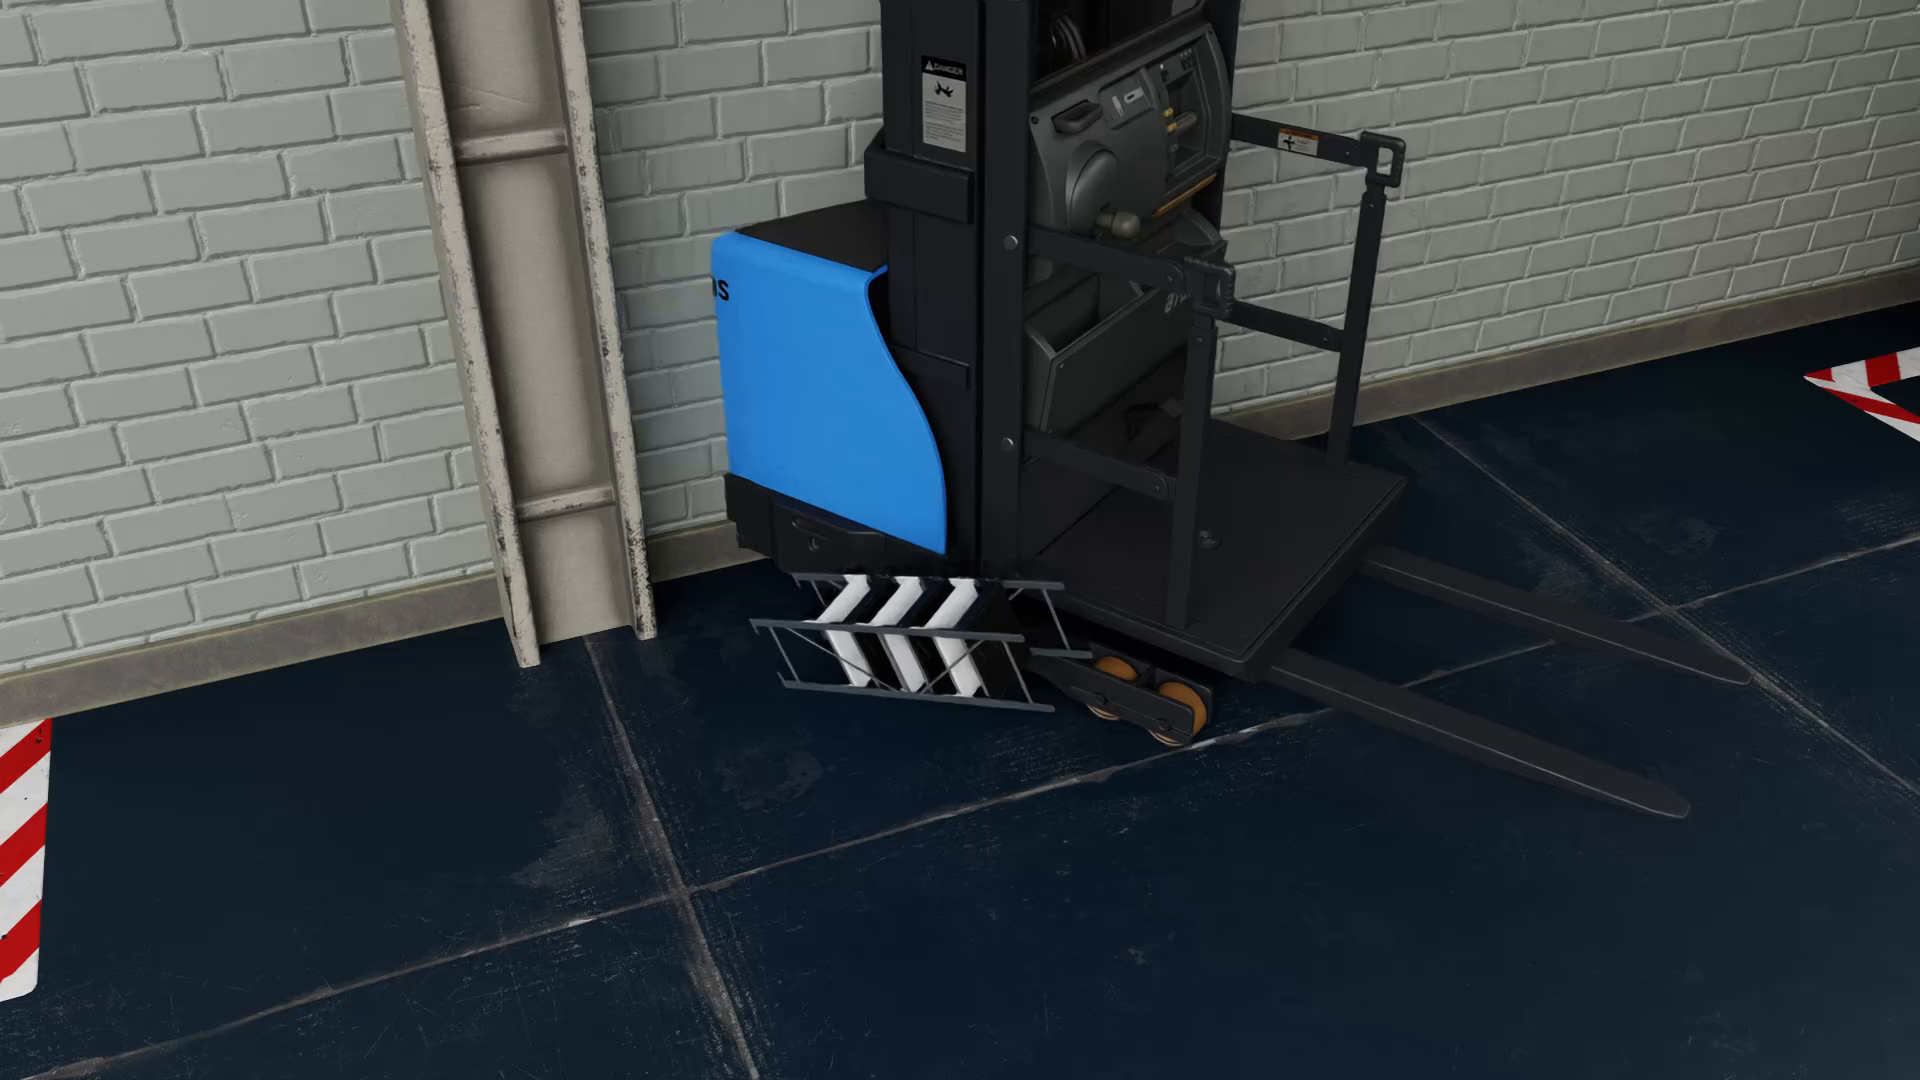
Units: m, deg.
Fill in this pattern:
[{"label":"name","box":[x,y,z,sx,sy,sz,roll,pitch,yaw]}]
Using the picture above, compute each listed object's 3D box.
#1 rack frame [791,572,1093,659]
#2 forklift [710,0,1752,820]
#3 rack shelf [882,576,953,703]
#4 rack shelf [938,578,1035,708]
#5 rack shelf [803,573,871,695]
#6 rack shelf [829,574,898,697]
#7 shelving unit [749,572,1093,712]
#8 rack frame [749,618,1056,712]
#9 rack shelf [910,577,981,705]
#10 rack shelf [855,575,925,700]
[{"label":"rack frame","box":[-0.067,0.193,4.386,0.900,0.240,0.006,1,37,38]},{"label":"forklift","box":[0.619,-1.014,4.121,3.031,2.935,1.130,21,38,28]},{"label":"rack shelf","box":[-0.073,0.255,4.288,0.077,0.258,0.200,1,37,38]},{"label":"rack shelf","box":[0.070,0.257,4.178,0.077,0.258,0.200,1,37,38]},{"label":"rack shelf","box":[-0.287,0.251,4.452,0.077,0.258,0.200,1,37,38]},{"label":"rack shelf","box":[-0.215,0.252,4.397,0.077,0.258,0.200,1,37,38]},{"label":"shelving unit","box":[-0.117,0.254,4.322,0.900,0.258,0.210,1,37,38]},{"label":"rack frame","box":[-0.168,0.315,4.258,0.900,0.240,0.006,1,37,38]},{"label":"rack shelf","box":[-0.001,0.256,4.233,0.077,0.258,0.200,1,37,38]},{"label":"rack shelf","box":[-0.144,0.254,4.343,0.077,0.258,0.200,1,37,38]}]
